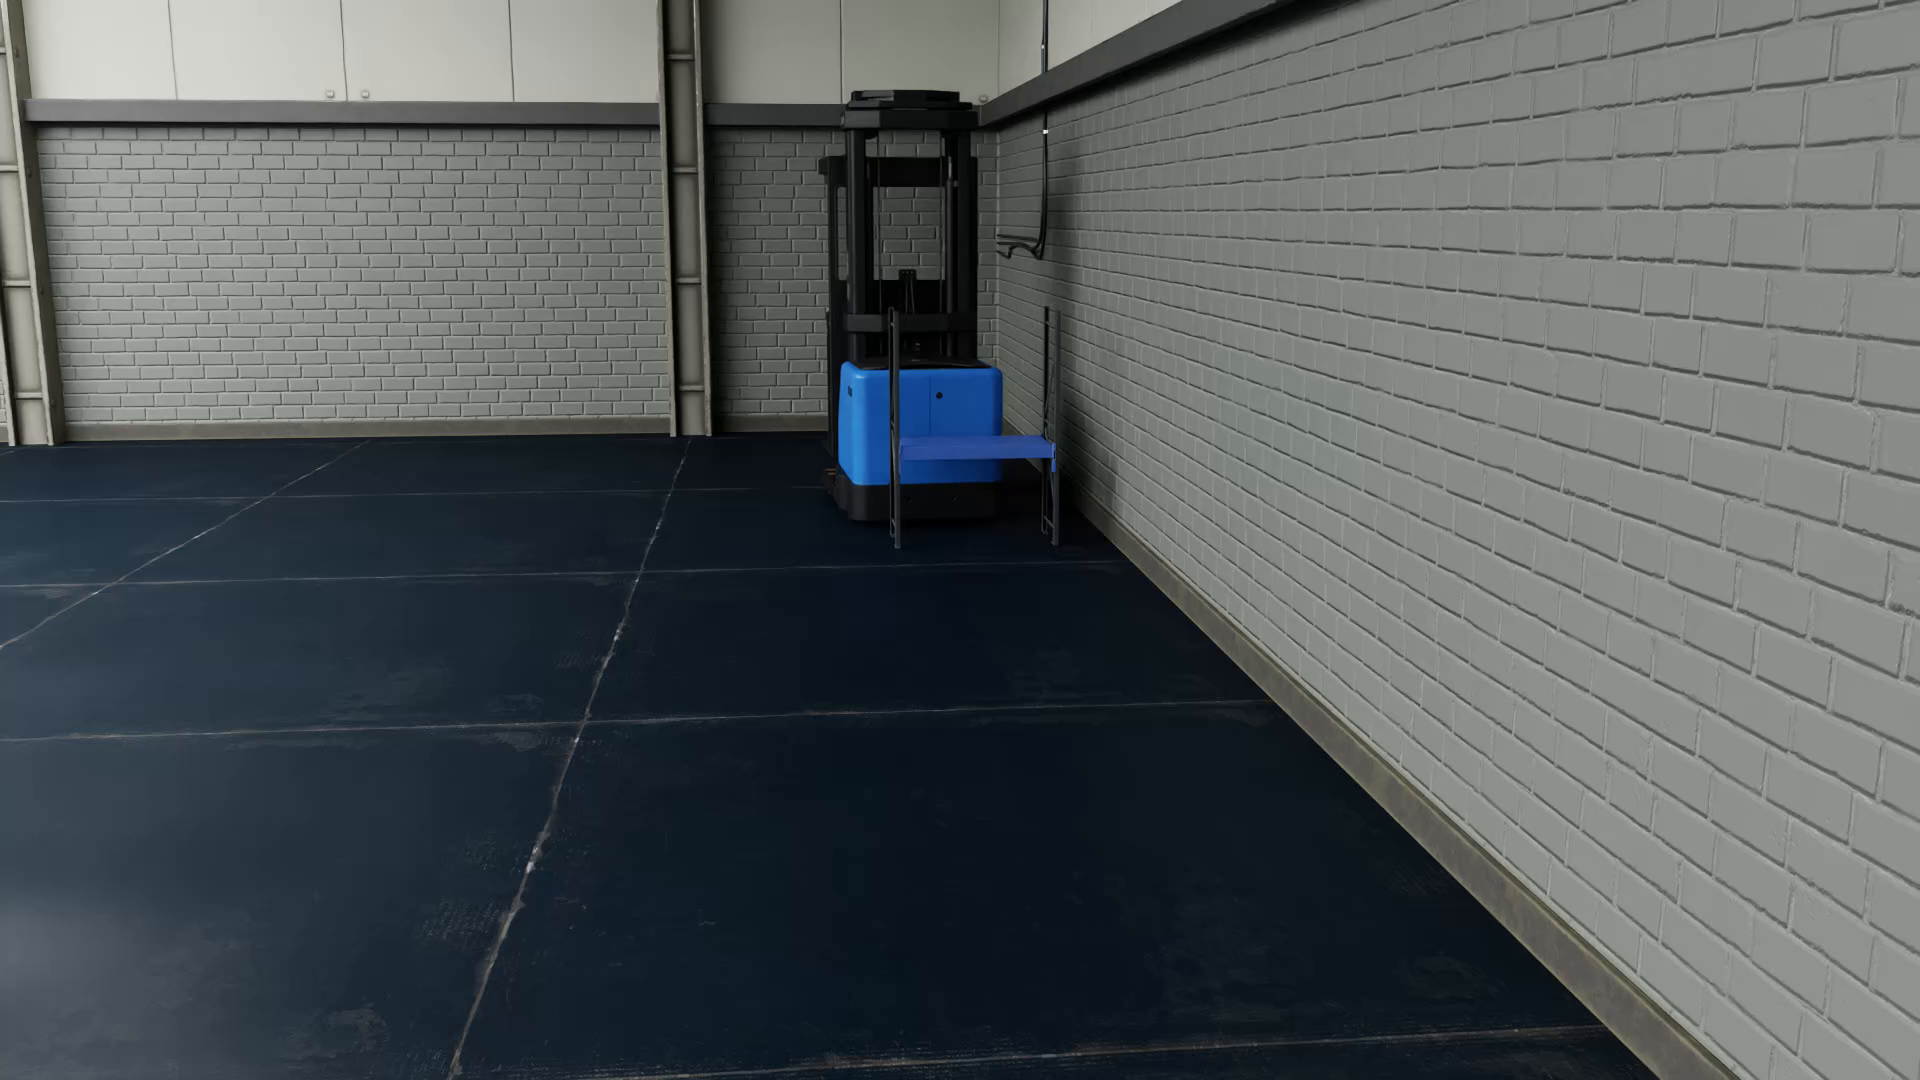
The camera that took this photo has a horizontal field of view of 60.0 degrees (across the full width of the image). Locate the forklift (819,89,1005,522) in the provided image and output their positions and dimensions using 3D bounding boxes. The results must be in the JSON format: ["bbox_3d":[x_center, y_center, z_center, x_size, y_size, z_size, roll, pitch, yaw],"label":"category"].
[{"bbox_3d":[-0.458,-1.796,12.407,1.130,2.935,3.031,-2,11,-10],"label":"forklift"}]

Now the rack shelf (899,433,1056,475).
[{"bbox_3d":[0.085,-0.561,10.767,1.000,0.185,0.538,-1,11,-6],"label":"rack shelf"}]

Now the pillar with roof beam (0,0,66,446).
[{"bbox_3d":[-8.088,-4.488,10.368,0.400,9.000,9.100,-1,11,-6],"label":"pillar with roof beam"}]

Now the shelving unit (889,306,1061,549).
[{"bbox_3d":[0.085,-0.738,10.732,1.048,1.500,0.538,-1,11,-6],"label":"shelving unit"}]

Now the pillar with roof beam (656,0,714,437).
[{"bbox_3d":[-2.123,-4.613,11.004,0.400,9.000,9.100,-1,11,-6],"label":"pillar with roof beam"}]

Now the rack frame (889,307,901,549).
[{"bbox_3d":[-0.421,-0.727,10.678,0.032,1.500,0.500,-1,11,-6],"label":"rack frame"}]

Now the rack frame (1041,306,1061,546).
[{"bbox_3d":[0.590,-0.748,10.786,0.032,1.500,0.500,-1,11,-6],"label":"rack frame"}]

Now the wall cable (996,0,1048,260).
[{"bbox_3d":[0.484,-3.723,14.525,0.112,2.526,3.097,-1,11,-6],"label":"wall cable"}]
